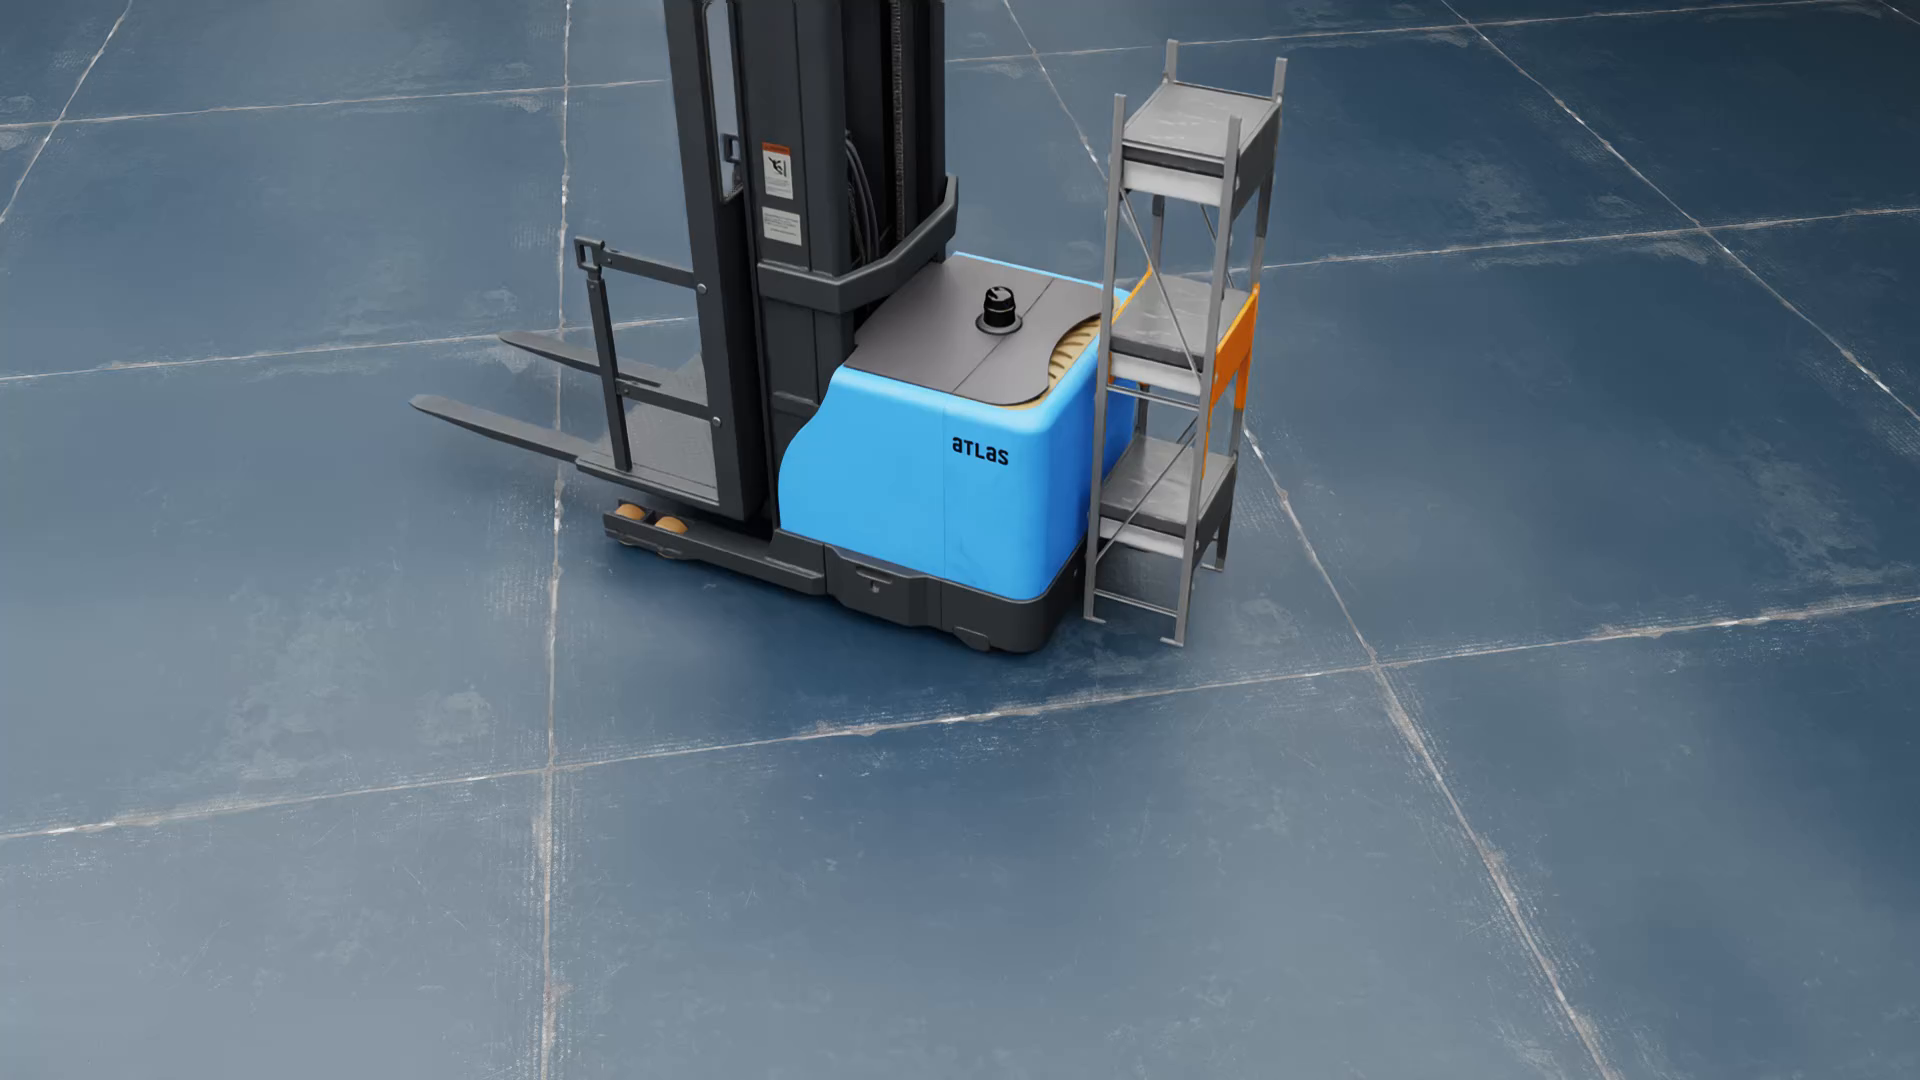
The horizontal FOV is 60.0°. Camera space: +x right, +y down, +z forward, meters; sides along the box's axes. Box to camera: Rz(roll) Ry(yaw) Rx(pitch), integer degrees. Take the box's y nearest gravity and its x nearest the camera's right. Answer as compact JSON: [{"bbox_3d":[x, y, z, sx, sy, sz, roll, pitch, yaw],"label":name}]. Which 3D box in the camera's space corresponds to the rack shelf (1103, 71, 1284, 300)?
[{"bbox_3d":[0.758,-1.158,5.411,0.431,0.518,0.480,16,41,19],"label":"rack shelf"}]

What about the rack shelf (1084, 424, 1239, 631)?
[{"bbox_3d":[0.758,-0.053,6.270,0.431,0.518,0.480,16,41,19],"label":"rack shelf"}]

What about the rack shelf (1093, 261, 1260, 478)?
[{"bbox_3d":[0.758,-0.606,5.840,0.431,0.518,0.480,16,41,19],"label":"rack shelf"}]

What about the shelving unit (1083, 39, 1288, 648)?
[{"bbox_3d":[0.758,-0.616,5.832,0.431,2.100,0.503,16,41,19],"label":"shelving unit"}]

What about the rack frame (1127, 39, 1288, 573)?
[{"bbox_3d":[0.860,-0.752,6.007,0.400,2.100,0.015,16,41,19],"label":"rack frame"}]

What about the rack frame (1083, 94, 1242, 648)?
[{"bbox_3d":[0.655,-0.481,5.657,0.400,2.100,0.015,16,41,19],"label":"rack frame"}]

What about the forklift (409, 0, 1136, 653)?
[{"bbox_3d":[-0.865,-1.357,6.108,3.031,2.935,1.130,16,41,20],"label":"forklift"}]
